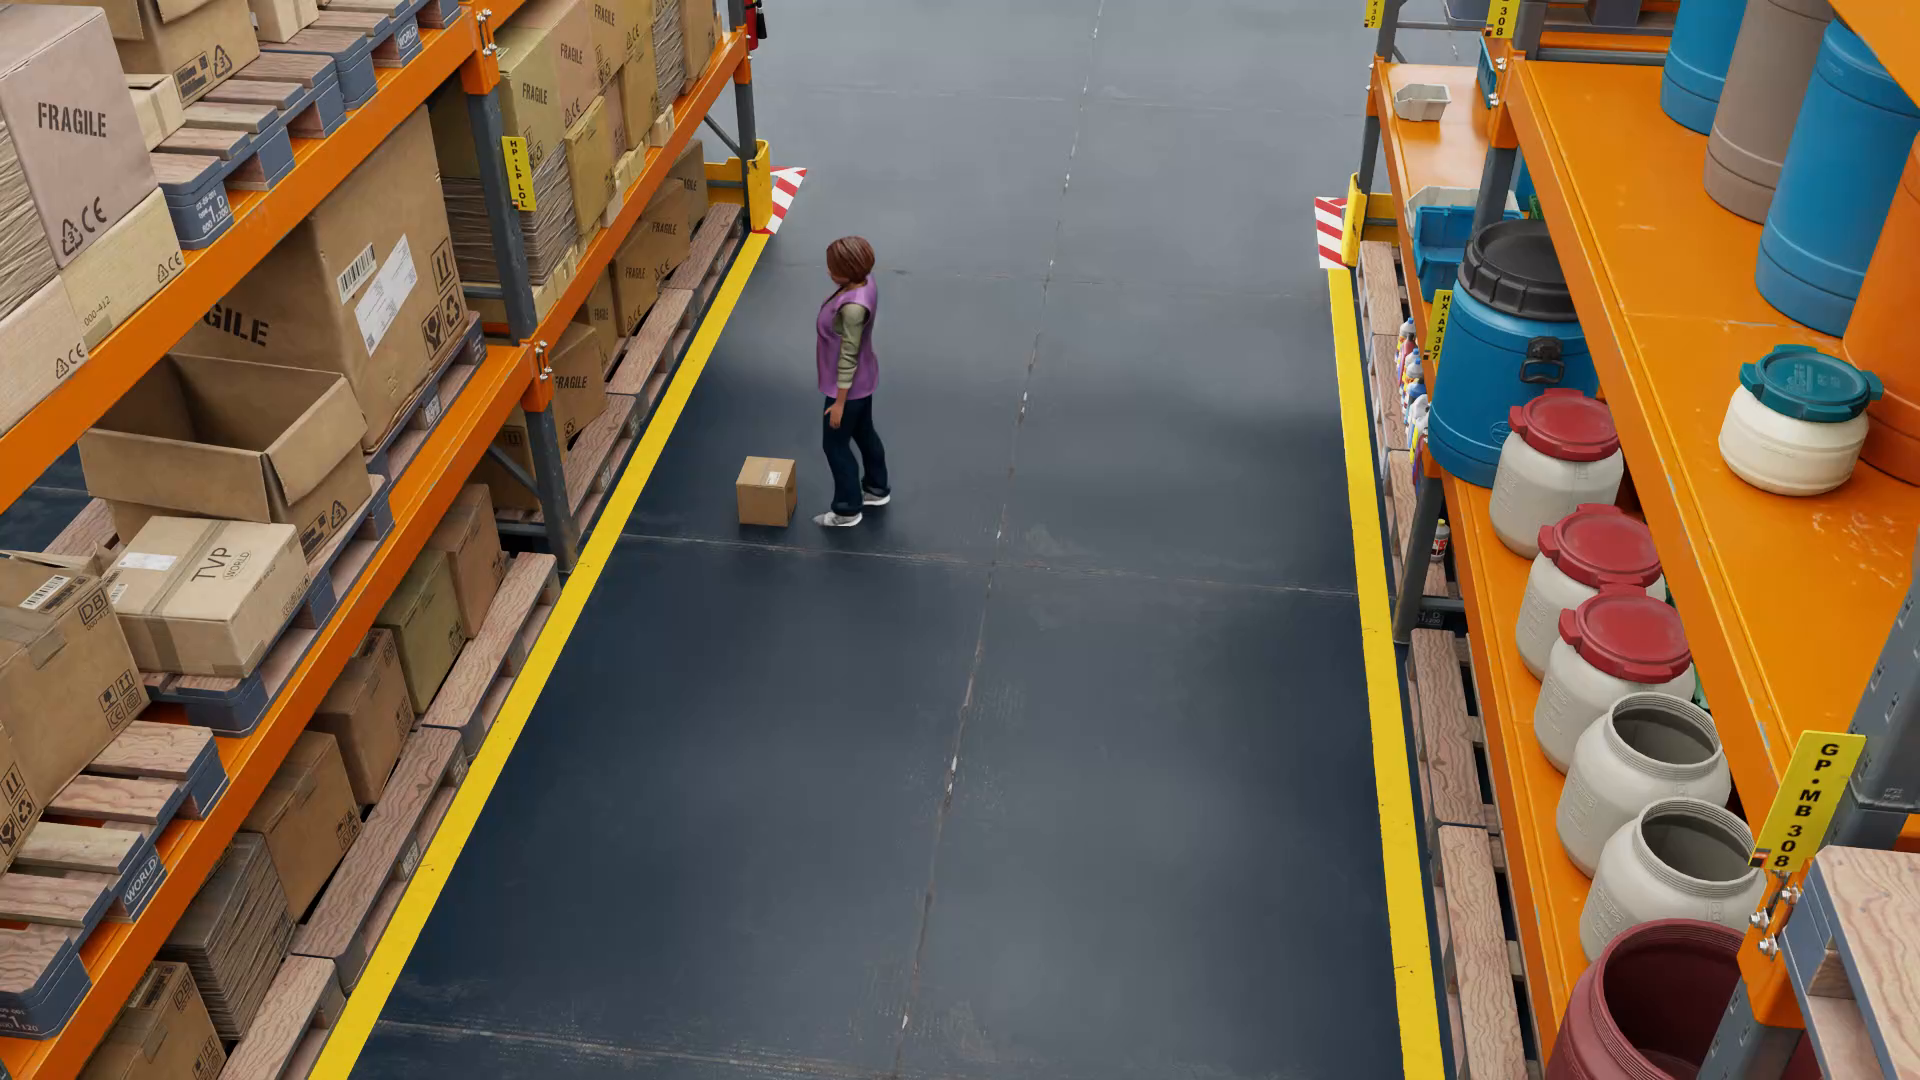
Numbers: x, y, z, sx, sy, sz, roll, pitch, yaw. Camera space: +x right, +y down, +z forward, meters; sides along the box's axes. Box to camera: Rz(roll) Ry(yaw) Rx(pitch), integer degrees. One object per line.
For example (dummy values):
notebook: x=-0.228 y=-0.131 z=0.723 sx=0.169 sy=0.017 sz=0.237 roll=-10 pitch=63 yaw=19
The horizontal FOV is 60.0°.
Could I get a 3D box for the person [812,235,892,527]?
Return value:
person: x=-0.561 y=-0.719 z=8.075 sx=0.393 sy=1.591 sz=0.449 roll=4 pitch=37 yaw=6
